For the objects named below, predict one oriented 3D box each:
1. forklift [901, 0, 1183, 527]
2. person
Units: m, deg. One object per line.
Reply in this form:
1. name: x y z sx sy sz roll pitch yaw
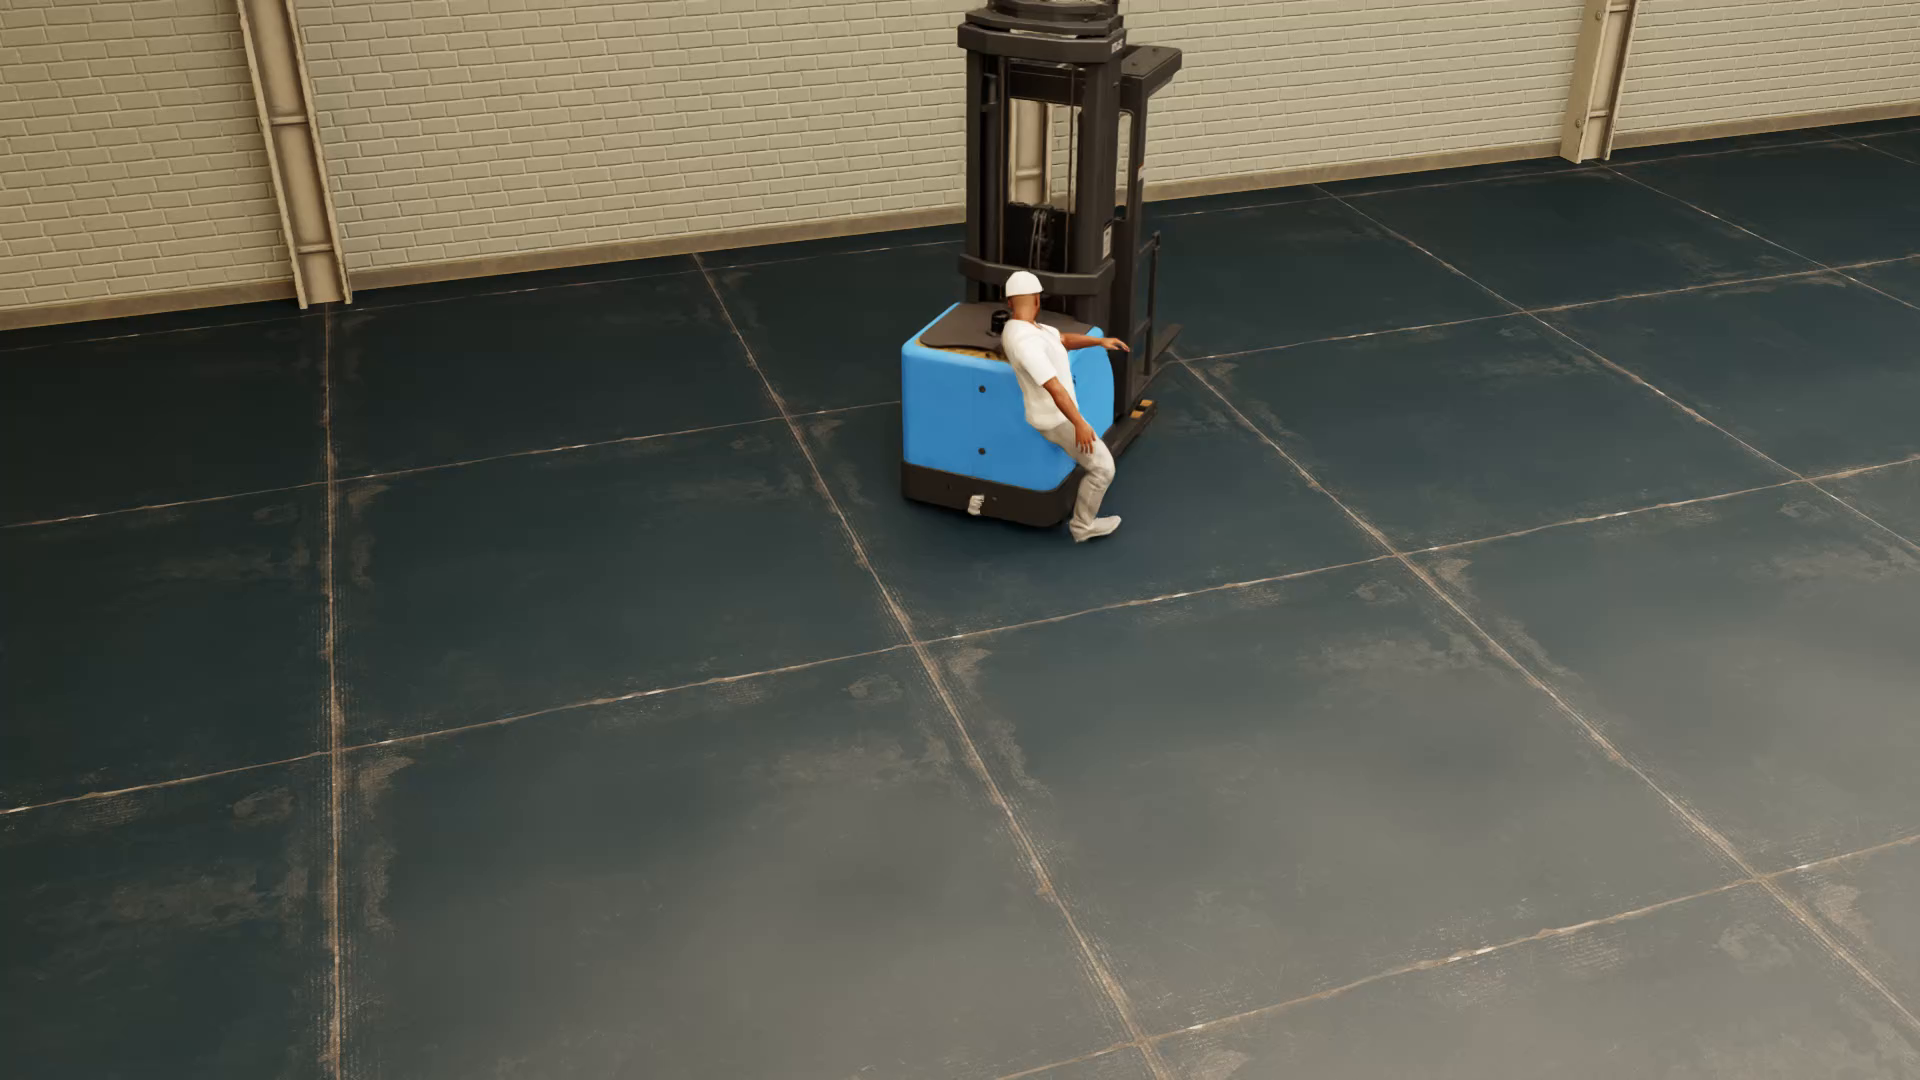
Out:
1. forklift: 0.709 -2.063 10.673 1.130 2.935 3.031 13 32 21
2. person: 0.584 -0.734 9.696 0.884 1.633 0.842 -12 32 -20
